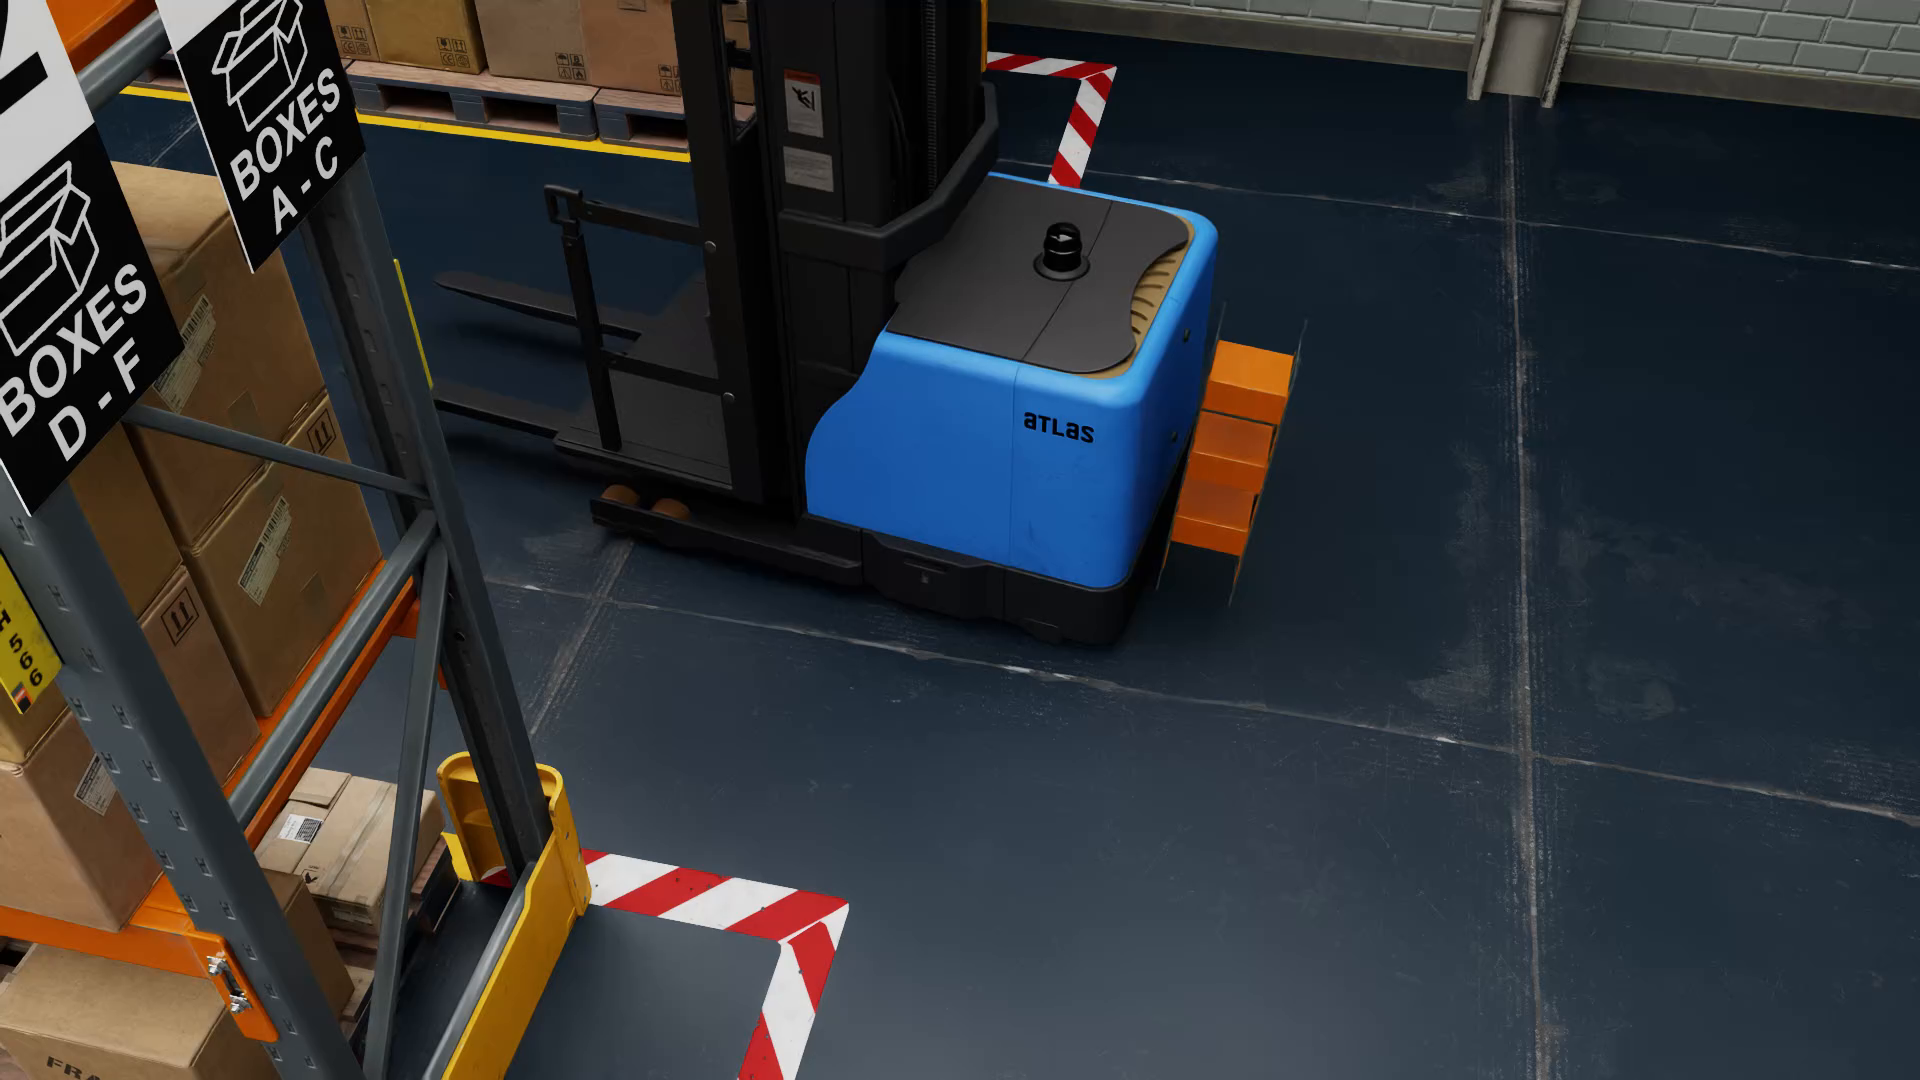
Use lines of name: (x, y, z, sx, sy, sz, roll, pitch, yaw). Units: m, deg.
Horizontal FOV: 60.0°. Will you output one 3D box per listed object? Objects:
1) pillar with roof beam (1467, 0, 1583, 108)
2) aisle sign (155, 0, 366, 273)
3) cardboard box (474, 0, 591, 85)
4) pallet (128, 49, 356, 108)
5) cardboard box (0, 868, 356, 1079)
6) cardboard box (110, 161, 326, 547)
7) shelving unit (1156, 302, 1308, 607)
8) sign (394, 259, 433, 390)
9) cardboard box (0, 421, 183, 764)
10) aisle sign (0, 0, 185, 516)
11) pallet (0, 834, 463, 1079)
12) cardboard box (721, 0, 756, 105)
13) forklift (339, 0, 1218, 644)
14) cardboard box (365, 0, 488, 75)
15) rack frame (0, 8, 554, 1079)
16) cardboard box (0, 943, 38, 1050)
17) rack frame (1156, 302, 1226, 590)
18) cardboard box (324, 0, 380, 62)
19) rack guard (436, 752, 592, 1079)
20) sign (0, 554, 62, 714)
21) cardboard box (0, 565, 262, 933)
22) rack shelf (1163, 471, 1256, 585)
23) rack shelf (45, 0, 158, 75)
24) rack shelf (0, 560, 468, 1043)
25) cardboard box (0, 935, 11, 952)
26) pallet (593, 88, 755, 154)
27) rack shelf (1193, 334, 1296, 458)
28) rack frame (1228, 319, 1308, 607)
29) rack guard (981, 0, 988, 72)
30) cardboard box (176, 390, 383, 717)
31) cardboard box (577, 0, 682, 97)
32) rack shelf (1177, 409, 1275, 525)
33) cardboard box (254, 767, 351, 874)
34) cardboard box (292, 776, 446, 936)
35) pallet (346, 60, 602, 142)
pillar with roof beam: (1.710, -2.508, 1.867, 0.400, 9.000, 9.100, 9, 45, 9)
aisle sign: (-1.121, -0.856, 2.602, 0.004, 0.787, 0.394, 9, 45, 9)
cardboard box: (-1.857, -2.524, 7.709, 0.500, 0.500, 0.700, 7, 44, 8)
pallet: (-3.352, -2.517, 8.213, 1.213, 0.211, 1.003, 9, 45, 9)
cardboard box: (-1.836, 1.096, 3.934, 0.500, 0.500, 0.500, 9, 45, 9)
cardboard box: (-1.627, -0.373, 3.181, 0.500, 0.500, 0.500, 10, 45, 10)
shelving unit: (0.841, -0.243, 5.232, 0.252, 1.050, 0.215, 13, 45, 7)
sign: (-1.133, -0.410, 3.389, 0.005, 0.325, 0.100, 9, 45, 9)
cardboard box: (-1.746, -0.008, 2.803, 0.500, 0.500, 0.500, 8, 45, 9)
aisle sign: (-1.252, -0.450, 2.180, 0.004, 0.787, 0.394, 9, 45, 9)
pallet: (-2.104, 1.142, 4.411, 1.213, 0.211, 1.003, 9, 45, 9)
cardboard box: (-0.878, -2.373, 7.552, 0.500, 0.500, 0.700, 9, 45, 9)
forklift: (-0.737, -1.361, 5.051, 3.031, 2.935, 1.130, 15, 46, 15)
cardboard box: (-2.379, -2.600, 7.788, 0.500, 0.500, 0.700, 10, 45, 10)
rack frame: (-1.251, 0.269, 3.307, 0.127, 3.000, 1.000, 9, 45, 9)
cardboard box: (-2.211, 1.094, 4.177, 0.250, 0.166, 0.380, 9, 45, 9)
rack frame: (0.723, -0.271, 5.247, 0.008, 1.050, 0.200, 13, 45, 7)
cardboard box: (-2.880, -2.679, 7.870, 0.500, 0.500, 0.700, 8, 45, 9)
rack guard: (-1.325, 1.158, 4.186, 0.348, 0.500, 1.175, 9, 45, 9)
sign: (-1.392, 0.111, 2.409, 0.005, 0.325, 0.100, 9, 45, 9)
cardboard box: (-1.748, 0.349, 3.152, 0.500, 0.500, 0.500, 10, 45, 10)
rack shelf: (0.818, -0.040, 5.436, 0.240, 0.259, 0.215, 13, 45, 7)
rack shelf: (-3.203, -0.855, 2.831, 4.000, 0.370, 1.077, 9, 45, 9)
rack shelf: (-3.203, 0.225, 3.872, 4.000, 0.370, 1.077, 9, 45, 9)
cardboard box: (-2.756, 1.021, 4.191, 0.500, 0.250, 0.500, 9, 45, 9)
pallet: (-0.971, -2.147, 7.829, 1.213, 0.211, 1.003, 9, 45, 9)
rack shelf: (0.863, -0.436, 5.040, 0.240, 0.259, 0.215, 13, 45, 7)
rack frame: (0.959, -0.216, 5.218, 0.008, 1.050, 0.200, 13, 45, 7)
rack guard: (-0.150, -2.180, 7.654, 0.348, 0.500, 1.175, 9, 45, 9)
cardboard box: (-1.627, -0.013, 3.528, 0.500, 0.500, 0.500, 10, 45, 10)
cardboard box: (-1.366, -2.449, 7.631, 0.500, 0.500, 0.700, 9, 45, 9)
rack shelf: (0.840, -0.236, 5.240, 0.240, 0.259, 0.215, 13, 45, 7)
cardboard box: (-1.829, 0.798, 4.484, 0.250, 0.166, 0.380, 9, 45, 9)
cardboard box: (-1.585, 0.842, 4.451, 0.250, 0.149, 0.380, 9, 45, 9)
pallet: (-2.157, -2.334, 8.022, 1.213, 0.211, 1.003, 9, 45, 9)
